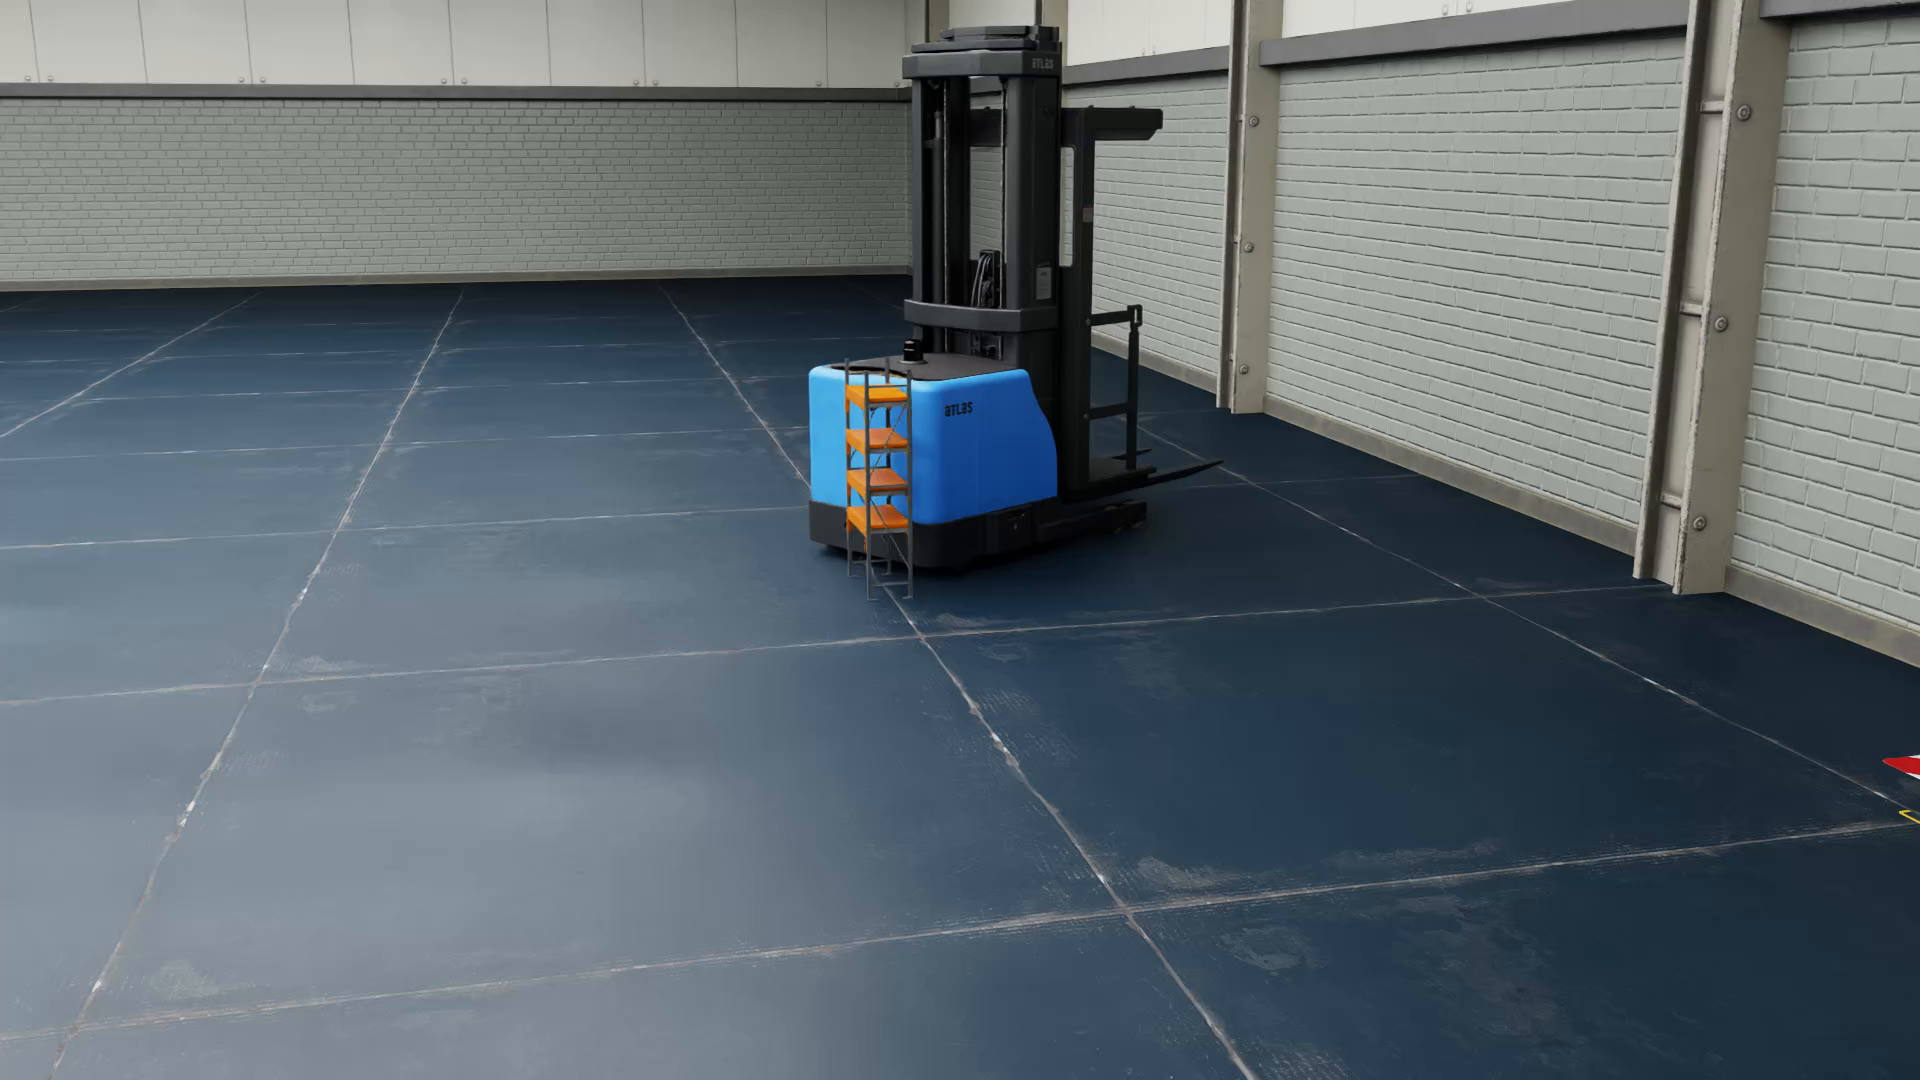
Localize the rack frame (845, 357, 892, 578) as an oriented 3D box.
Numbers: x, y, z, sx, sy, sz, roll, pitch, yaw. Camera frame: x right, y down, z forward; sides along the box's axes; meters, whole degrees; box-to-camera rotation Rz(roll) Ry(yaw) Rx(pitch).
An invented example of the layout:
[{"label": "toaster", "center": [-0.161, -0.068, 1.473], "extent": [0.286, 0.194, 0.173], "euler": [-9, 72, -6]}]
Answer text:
[{"label": "rack frame", "center": [-0.494, -0.386, 8.978], "extent": [0.240, 1.200, 0.015], "euler": [-4, 14, -15]}]

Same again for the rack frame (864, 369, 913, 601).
[{"label": "rack frame", "center": [-0.364, -0.274, 8.521], "extent": [0.240, 1.200, 0.015], "euler": [-4, 14, -15]}]

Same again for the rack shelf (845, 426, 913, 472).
[{"label": "rack shelf", "center": [-0.429, -0.482, 8.712], "extent": [0.258, 0.148, 0.480], "euler": [-4, 14, -15]}]

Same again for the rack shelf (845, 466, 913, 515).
[{"label": "rack shelf", "center": [-0.429, -0.265, 8.766], "extent": [0.258, 0.148, 0.480], "euler": [-4, 14, -15]}]

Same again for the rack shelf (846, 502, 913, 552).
[{"label": "rack shelf", "center": [-0.429, -0.072, 8.813], "extent": [0.258, 0.148, 0.480], "euler": [-4, 14, -15]}]

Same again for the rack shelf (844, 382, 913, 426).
[{"label": "rack shelf", "center": [-0.429, -0.712, 8.656], "extent": [0.258, 0.148, 0.480], "euler": [-4, 14, -15]}]

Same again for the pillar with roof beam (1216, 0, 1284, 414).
[{"label": "pillar with roof beam", "center": [-1.712, -5.281, 12.583], "extent": [9.100, 9.000, 0.400], "euler": [-3, 14, -13]}]

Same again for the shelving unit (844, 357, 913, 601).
[{"label": "shelving unit", "center": [-0.429, -0.330, 8.750], "extent": [0.258, 1.200, 0.503], "euler": [-4, 14, -15]}]

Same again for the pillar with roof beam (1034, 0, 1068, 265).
[{"label": "pillar with roof beam", "center": [-3.121, -6.665, 18.249], "extent": [9.100, 9.000, 0.400], "euler": [-3, 14, -13]}]

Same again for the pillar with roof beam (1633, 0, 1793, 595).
[{"label": "pillar with roof beam", "center": [-0.303, -3.897, 6.918], "extent": [9.100, 9.000, 0.400], "euler": [-3, 14, -13]}]

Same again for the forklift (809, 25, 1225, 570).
[{"label": "forklift", "center": [0.504, -1.539, 10.052], "extent": [1.130, 2.935, 3.031], "euler": [13, 19, 42]}]
